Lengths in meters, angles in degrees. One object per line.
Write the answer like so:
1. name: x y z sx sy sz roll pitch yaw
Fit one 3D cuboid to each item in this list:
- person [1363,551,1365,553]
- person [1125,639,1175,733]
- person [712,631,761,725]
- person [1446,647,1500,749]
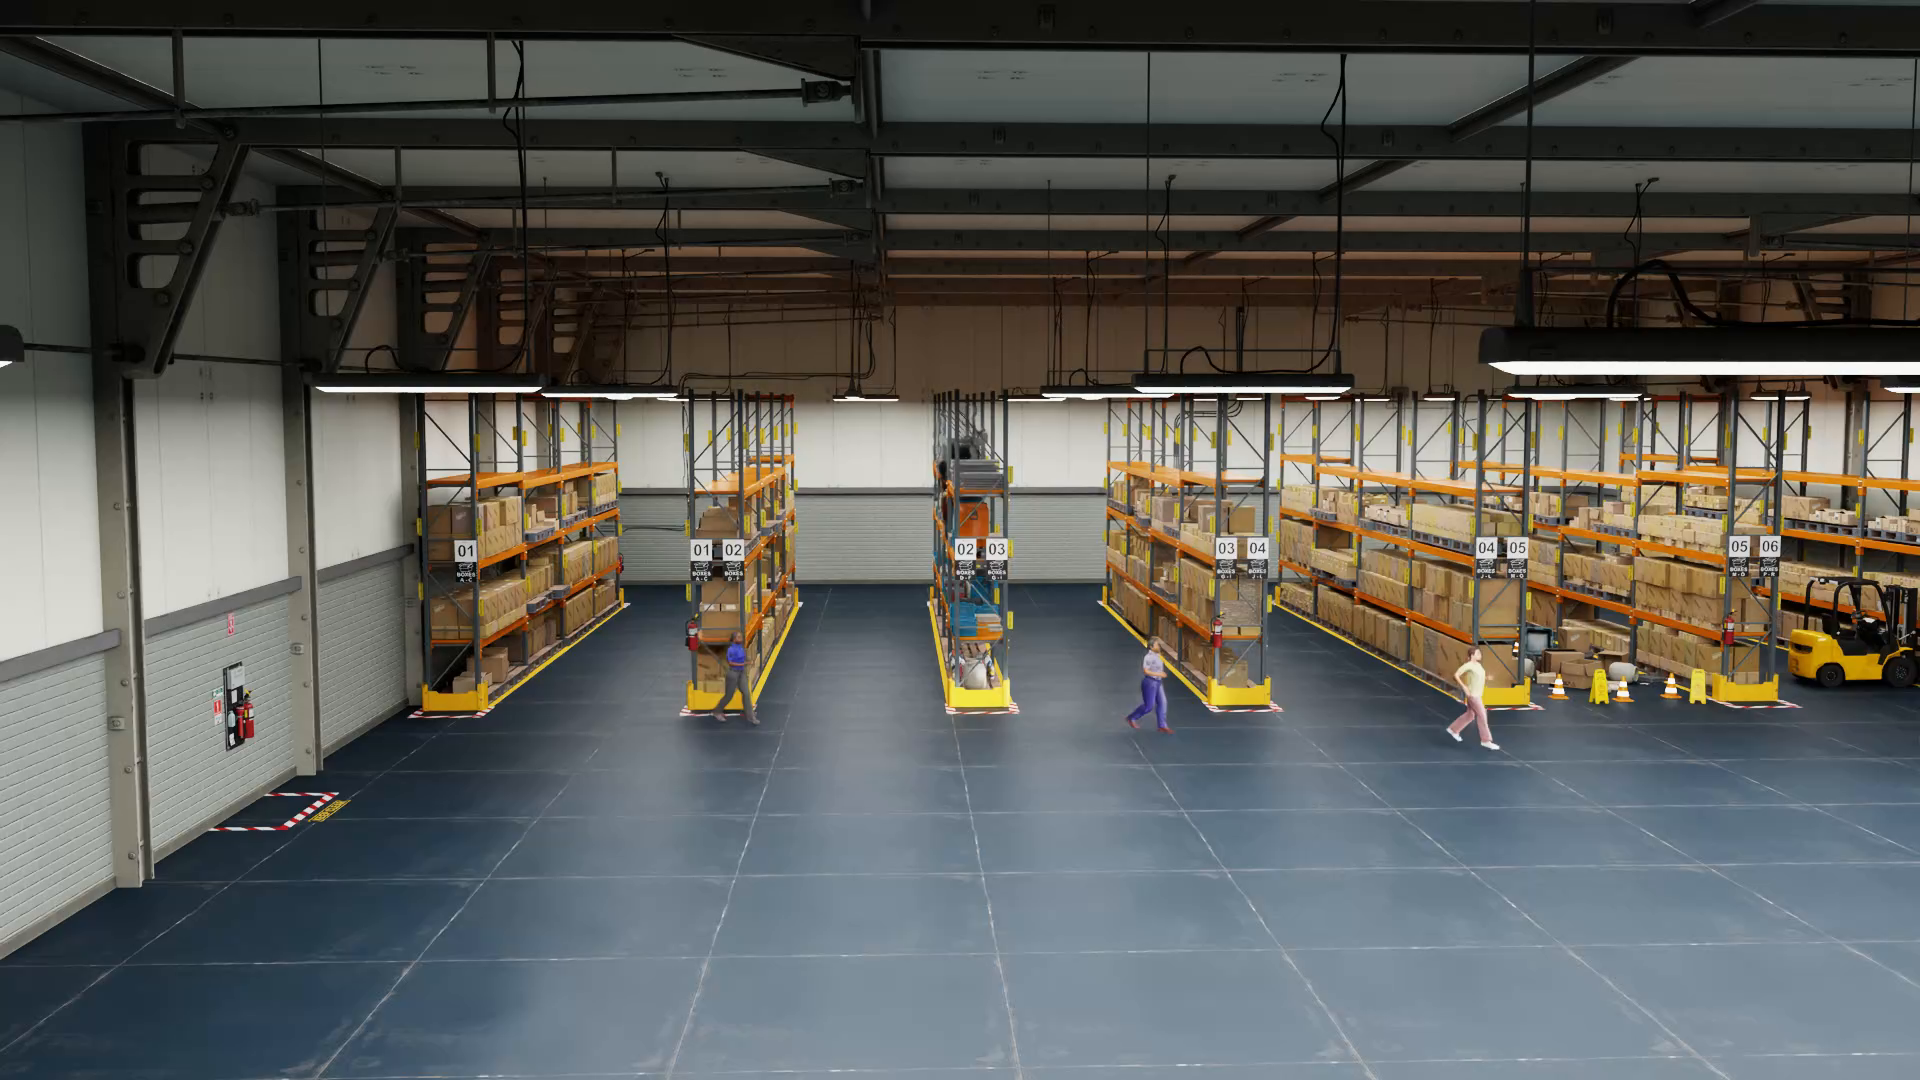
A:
1. person: 11.260 1.112 46.017 0.699 1.738 0.758 -1 5 -10
2. person: 3.315 2.535 28.904 0.859 1.623 0.615 2 5 22
3. person: -3.996 2.452 29.657 0.914 1.670 0.585 2 5 23
4. person: 8.567 2.601 27.723 0.957 1.666 0.569 4 6 38
